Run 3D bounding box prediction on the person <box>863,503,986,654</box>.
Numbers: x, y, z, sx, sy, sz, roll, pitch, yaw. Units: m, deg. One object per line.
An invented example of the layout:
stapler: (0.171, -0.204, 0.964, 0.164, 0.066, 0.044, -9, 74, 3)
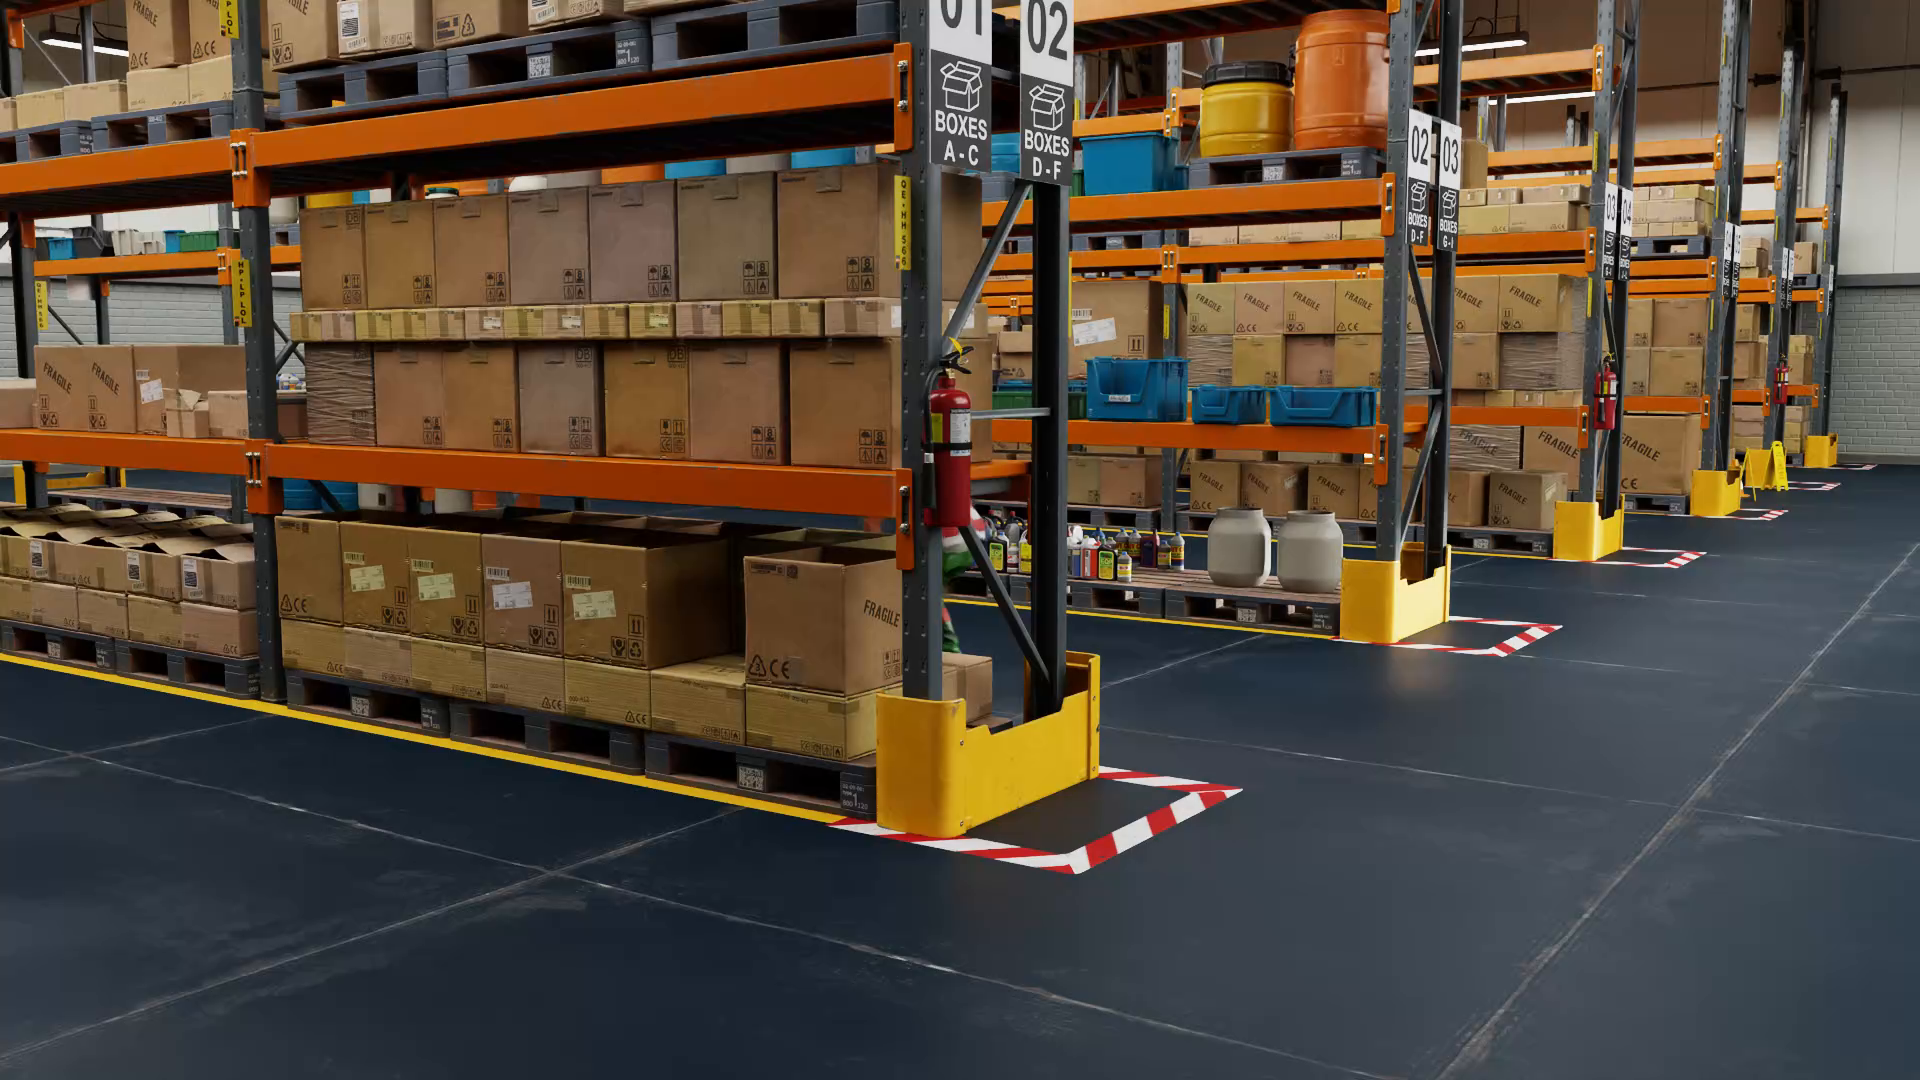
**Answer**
person: (-0.259, 0.040, 9.012, 0.765, 1.414, 0.584, 4, 7, 34)
